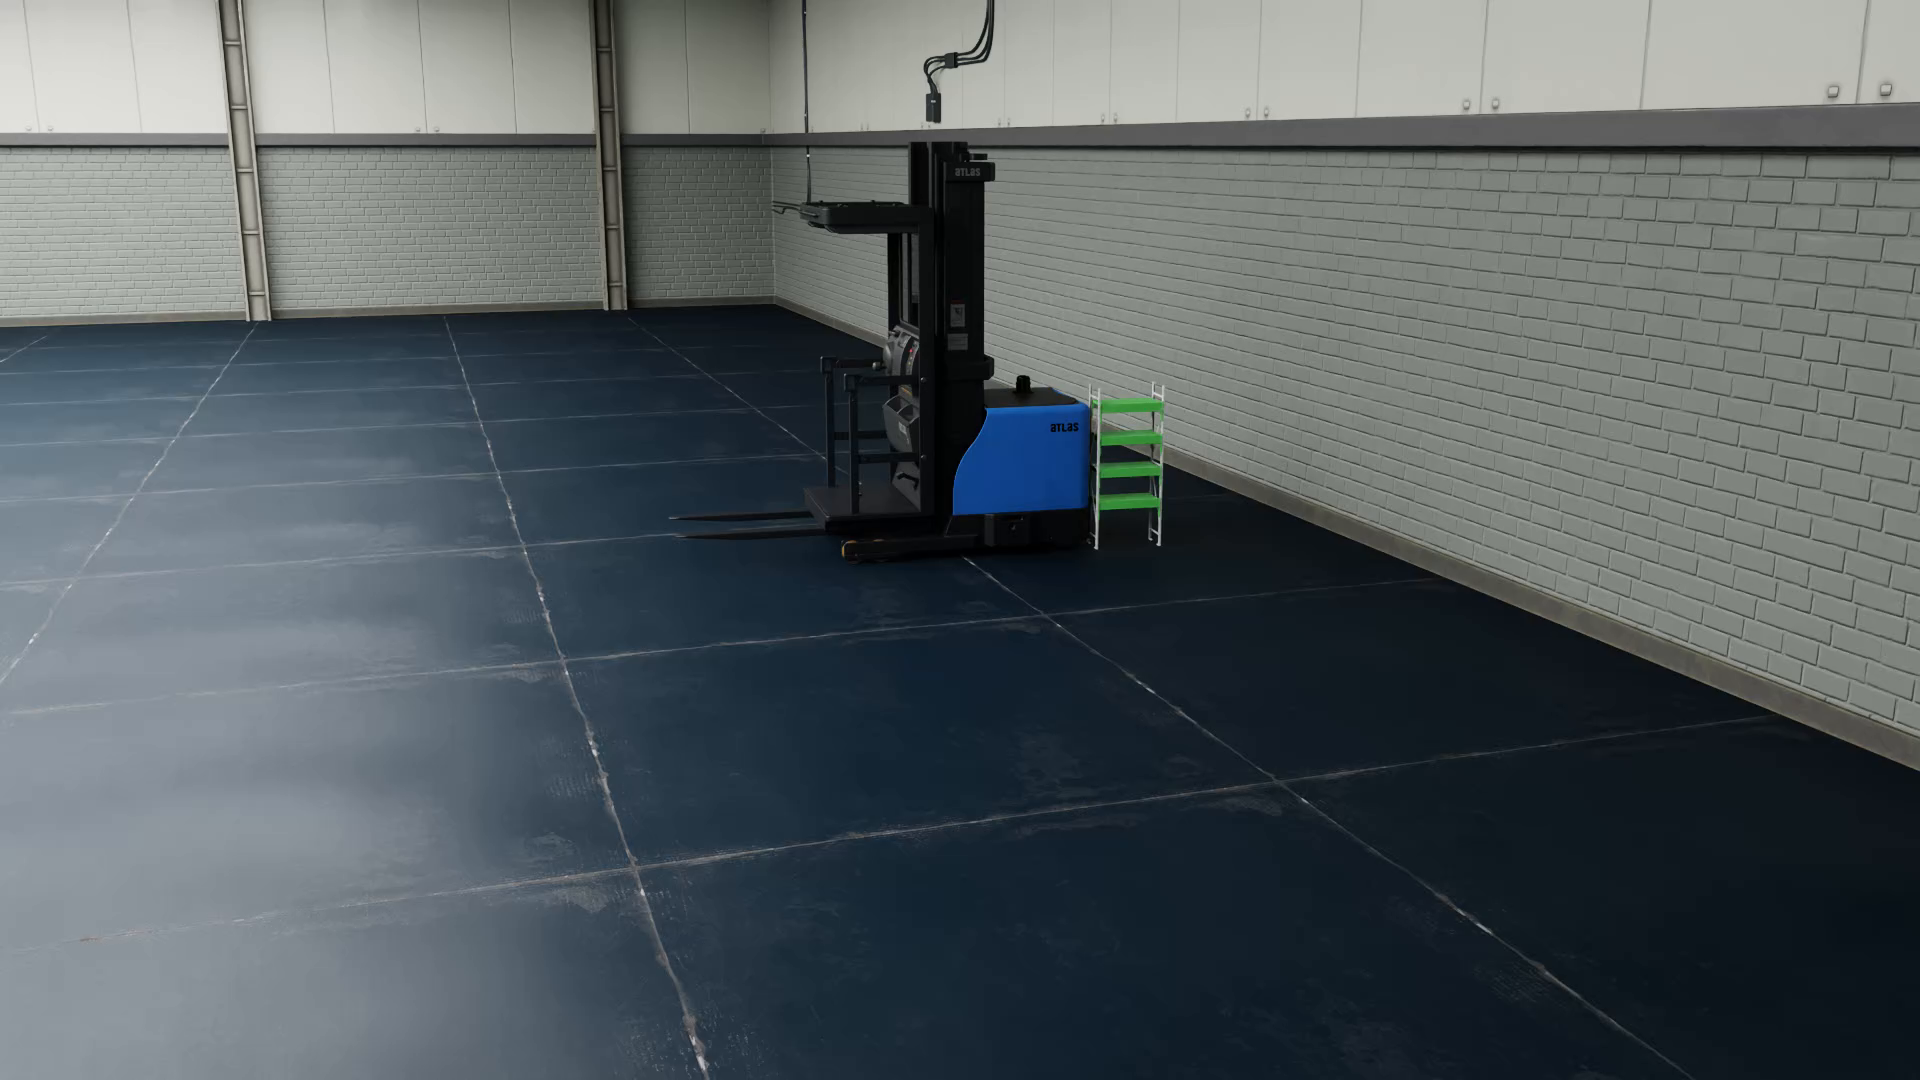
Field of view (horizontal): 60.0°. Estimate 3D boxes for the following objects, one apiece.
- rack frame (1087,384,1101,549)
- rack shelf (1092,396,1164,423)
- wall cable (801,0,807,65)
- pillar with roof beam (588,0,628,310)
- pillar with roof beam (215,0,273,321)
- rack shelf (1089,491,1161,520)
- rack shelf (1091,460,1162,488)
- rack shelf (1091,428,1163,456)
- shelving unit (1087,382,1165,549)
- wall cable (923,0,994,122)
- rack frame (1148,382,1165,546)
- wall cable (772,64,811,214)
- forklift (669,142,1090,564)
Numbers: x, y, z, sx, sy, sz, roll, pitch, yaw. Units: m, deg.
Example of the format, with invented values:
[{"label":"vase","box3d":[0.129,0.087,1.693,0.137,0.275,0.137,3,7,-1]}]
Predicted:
[{"label":"rack frame","box3d":[0.988,-0.541,12.272,0.015,1.200,0.240,-3,14,-12]},{"label":"rack shelf","box3d":[1.226,-0.959,12.228,0.480,0.148,0.258,-3,14,-12]},{"label":"wall cable","box3d":[-2.187,-8.856,26.172,0.112,2.526,3.097,-4,14,-18]},{"label":"pillar with roof beam","box3d":[-4.891,-7.632,25.227,0.400,9.000,9.100,-4,14,-18]},{"label":"pillar with roof beam","box3d":[-10.578,-7.189,23.366,0.400,9.000,9.100,-4,14,-18]},{"label":"rack shelf","box3d":[1.226,-0.258,12.395,0.480,0.148,0.258,-3,14,-12]},{"label":"rack shelf","box3d":[1.226,-0.492,12.339,0.480,0.148,0.258,-3,14,-12]},{"label":"rack shelf","box3d":[1.226,-0.725,12.284,0.480,0.148,0.258,-3,14,-12]},{"label":"shelving unit","box3d":[1.226,-0.554,12.325,0.503,1.200,0.258,-3,14,-12]},{"label":"wall cable","box3d":[-0.037,-8.074,19.740,0.169,6.003,2.305,-4,14,-18]},{"label":"rack frame","box3d":[1.464,-0.566,12.377,0.015,1.200,0.240,-3,14,-12]},{"label":"wall cable","box3d":[-3.050,-6.993,29.251,0.112,2.526,3.097,-4,14,-18]},{"label":"forklift","box3d":[-0.611,-1.391,12.102,3.031,2.935,1.130,-3,14,-14]}]
